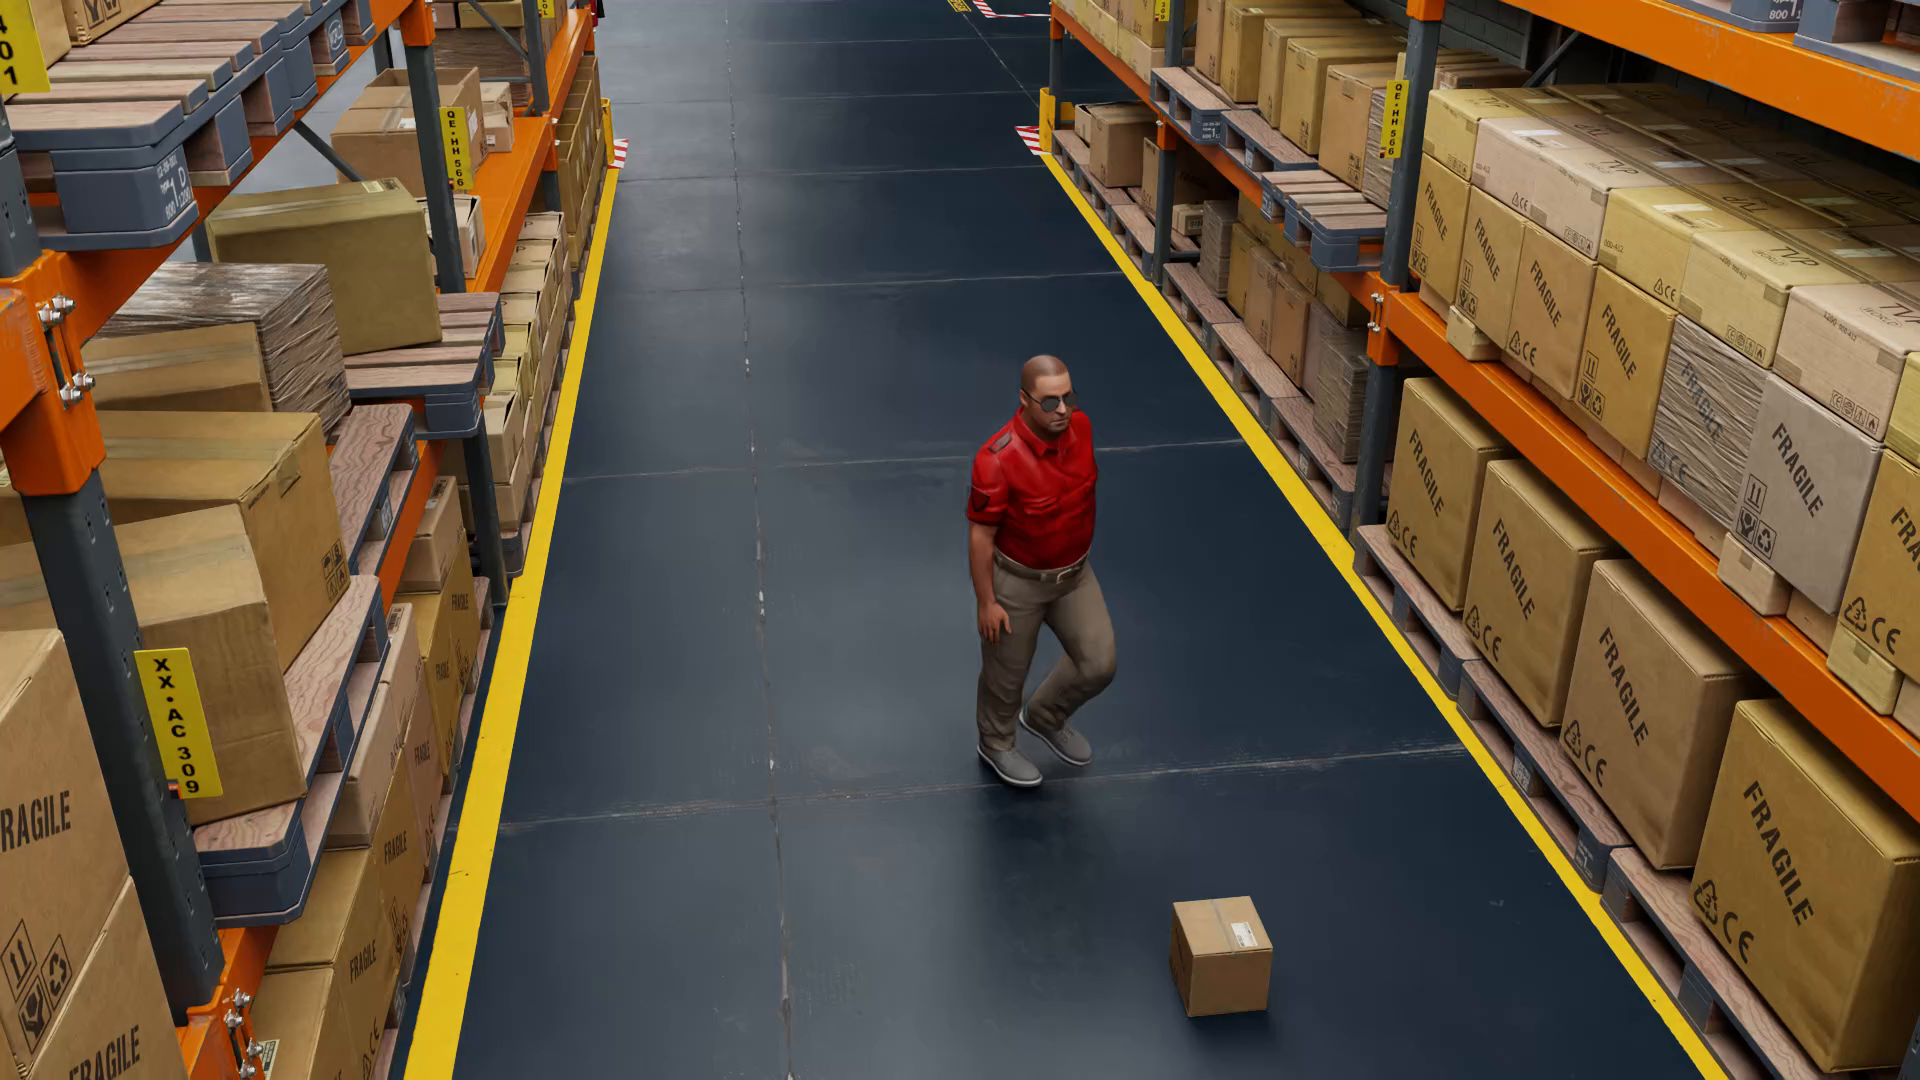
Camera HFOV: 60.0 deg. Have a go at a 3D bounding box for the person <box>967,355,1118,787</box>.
[{"bbox_3d":[0.253,0.132,5.841,0.571,1.710,0.508,-19,33,-33],"label":"person"}]
